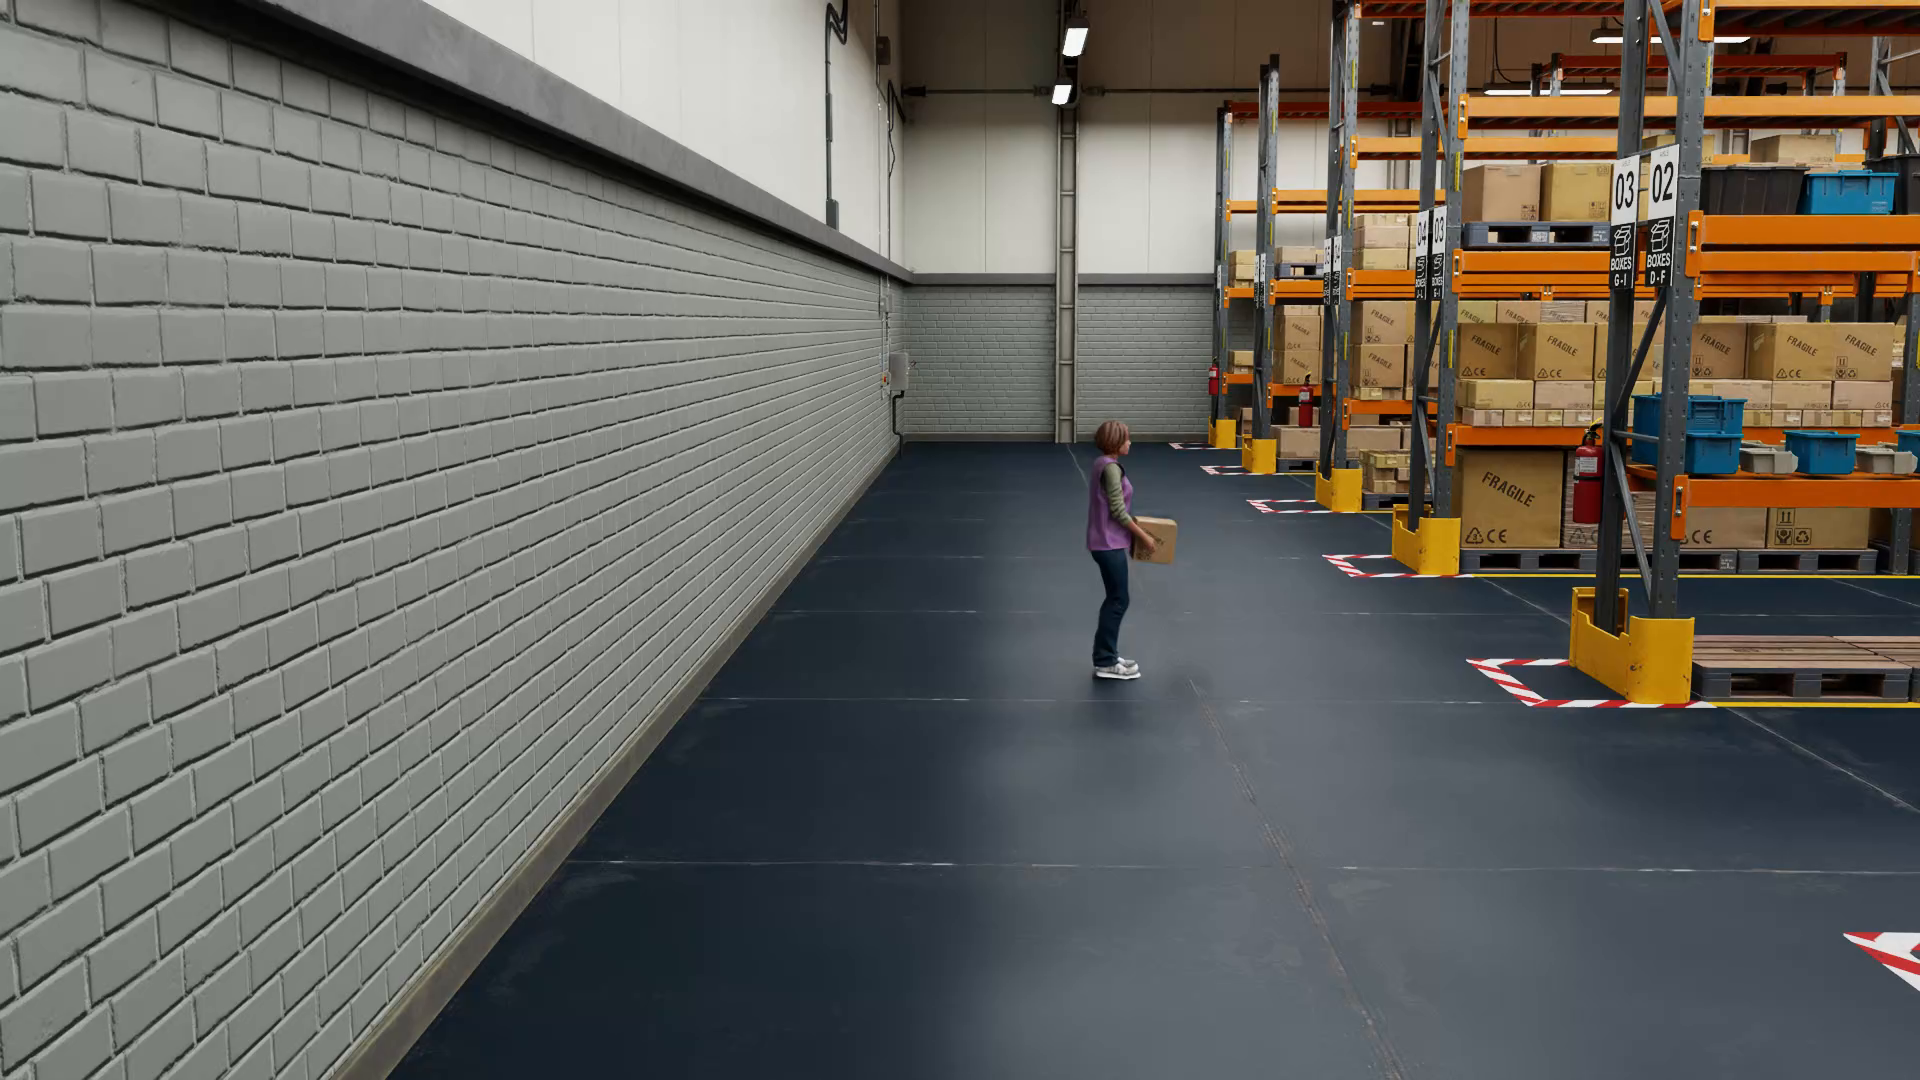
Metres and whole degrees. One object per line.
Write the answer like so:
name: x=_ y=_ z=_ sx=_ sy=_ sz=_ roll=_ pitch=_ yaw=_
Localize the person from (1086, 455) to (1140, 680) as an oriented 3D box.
person: x=2.303 y=-0.102 z=5.423 sx=3.135 sy=3.194 sz=10.230 roll=0 pitch=7 yaw=1
